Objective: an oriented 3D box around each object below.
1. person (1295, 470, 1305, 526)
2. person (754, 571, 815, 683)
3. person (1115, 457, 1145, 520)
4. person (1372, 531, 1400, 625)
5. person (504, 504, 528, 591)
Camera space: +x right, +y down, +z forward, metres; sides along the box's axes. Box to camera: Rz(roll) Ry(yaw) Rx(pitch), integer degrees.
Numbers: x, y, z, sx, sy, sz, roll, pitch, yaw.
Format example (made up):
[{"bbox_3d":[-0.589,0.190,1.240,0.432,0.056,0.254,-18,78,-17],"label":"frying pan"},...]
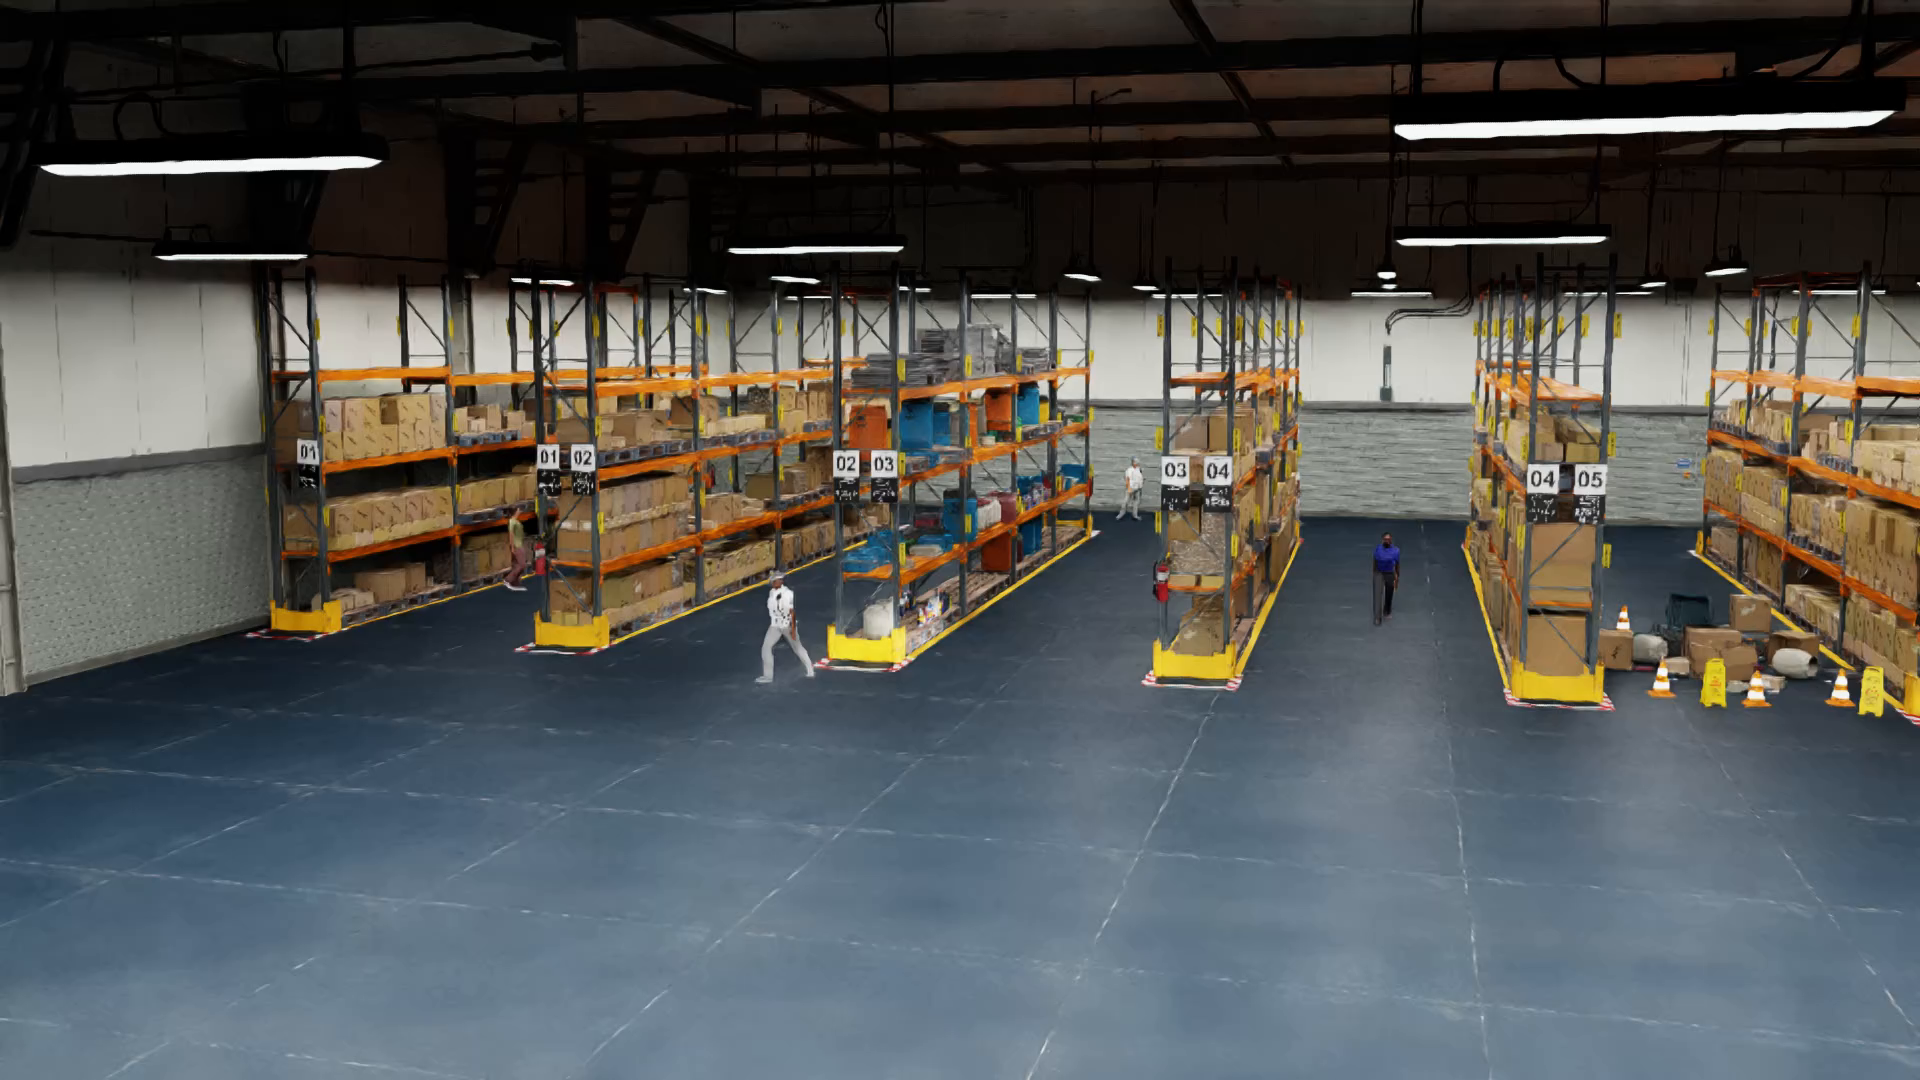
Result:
[{"bbox_3d":[8.367,-1.222,42.363,0.712,1.697,0.830,0,7,-3],"label":"person"},{"bbox_3d":[-2.478,1.208,23.646,0.505,1.610,0.935,5,9,36],"label":"person"},{"bbox_3d":[4.464,-1.352,43.698,0.713,1.658,0.506,-4,9,-31],"label":"person"},{"bbox_3d":[7.242,0.622,28.256,0.447,1.571,1.065,2,7,12],"label":"person"},{"bbox_3d":[-8.497,0.155,31.734,0.435,1.669,0.492,-1,7,-11],"label":"person"}]
